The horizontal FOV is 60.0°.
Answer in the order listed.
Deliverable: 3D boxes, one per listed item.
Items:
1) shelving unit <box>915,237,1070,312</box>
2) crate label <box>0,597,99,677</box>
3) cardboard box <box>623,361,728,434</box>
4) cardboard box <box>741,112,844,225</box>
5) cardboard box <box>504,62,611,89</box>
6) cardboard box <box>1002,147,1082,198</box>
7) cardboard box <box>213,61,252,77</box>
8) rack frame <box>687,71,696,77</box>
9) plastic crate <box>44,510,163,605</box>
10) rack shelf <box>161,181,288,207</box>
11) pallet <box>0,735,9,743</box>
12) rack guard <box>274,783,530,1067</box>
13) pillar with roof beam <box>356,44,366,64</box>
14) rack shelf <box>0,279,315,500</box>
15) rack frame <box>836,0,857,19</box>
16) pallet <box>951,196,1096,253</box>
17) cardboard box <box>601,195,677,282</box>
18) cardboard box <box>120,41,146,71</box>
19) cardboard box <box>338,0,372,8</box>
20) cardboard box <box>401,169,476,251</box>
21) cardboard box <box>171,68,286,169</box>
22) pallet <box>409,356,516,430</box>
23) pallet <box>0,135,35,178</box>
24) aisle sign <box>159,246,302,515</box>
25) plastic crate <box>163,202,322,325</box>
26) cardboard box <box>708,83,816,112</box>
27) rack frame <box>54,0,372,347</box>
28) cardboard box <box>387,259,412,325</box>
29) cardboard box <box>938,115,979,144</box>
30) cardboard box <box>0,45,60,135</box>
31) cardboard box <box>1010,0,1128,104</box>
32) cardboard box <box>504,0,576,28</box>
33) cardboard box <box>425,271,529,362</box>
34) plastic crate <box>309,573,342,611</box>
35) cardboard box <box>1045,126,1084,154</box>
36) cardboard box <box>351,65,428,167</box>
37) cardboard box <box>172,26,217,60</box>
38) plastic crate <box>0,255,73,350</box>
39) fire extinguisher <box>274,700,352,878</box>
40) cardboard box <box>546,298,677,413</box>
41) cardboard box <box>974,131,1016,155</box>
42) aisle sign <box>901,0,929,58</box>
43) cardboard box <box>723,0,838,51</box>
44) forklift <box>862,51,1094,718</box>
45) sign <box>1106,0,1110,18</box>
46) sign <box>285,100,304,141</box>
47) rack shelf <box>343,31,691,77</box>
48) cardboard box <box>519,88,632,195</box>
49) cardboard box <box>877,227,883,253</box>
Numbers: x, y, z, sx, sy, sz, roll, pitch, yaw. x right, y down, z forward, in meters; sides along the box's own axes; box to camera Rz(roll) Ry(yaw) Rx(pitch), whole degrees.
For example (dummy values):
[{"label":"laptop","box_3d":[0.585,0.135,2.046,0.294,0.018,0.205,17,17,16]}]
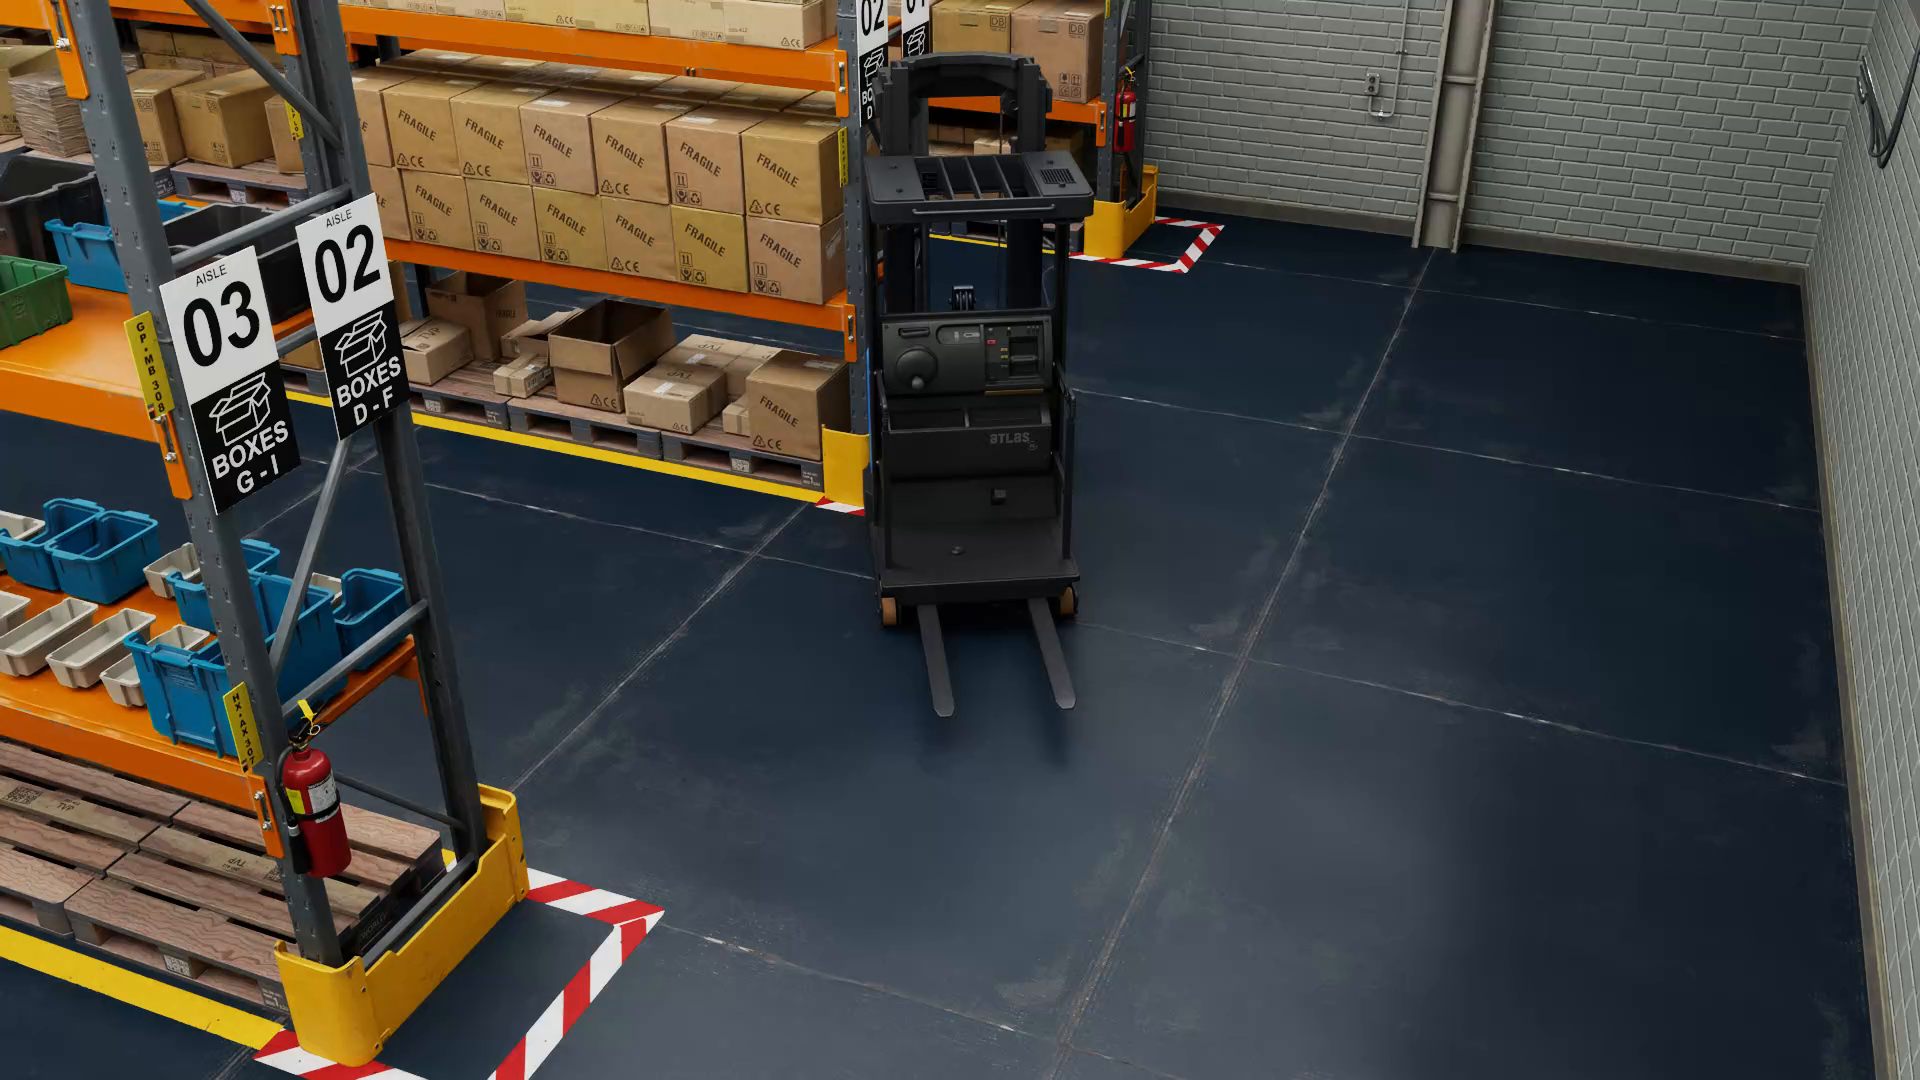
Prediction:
[{"label":"shelving unit","box_3d":[0.082,-1.263,10.829,1.048,1.500,0.538,-13,37,-22]},{"label":"crate label","box_3d":[-3.656,0.391,6.628,0.243,0.136,0.396,11,31,19]},{"label":"cardboard box","box_3d":[-1.902,-0.959,11.157,0.500,0.250,0.500,11,31,19]},{"label":"cardboard box","box_3d":[-0.952,-2.222,9.927,0.500,0.500,0.500,11,31,19]},{"label":"cardboard box","box_3d":[-2.634,-2.843,11.025,0.500,0.500,0.500,12,31,20]},{"label":"cardboard box","box_3d":[0.737,-3.225,14.931,0.500,0.500,0.700,11,31,19]},{"label":"cardboard box","box_3d":[-7.582,-4.966,17.992,0.500,0.500,0.700,11,31,19]},{"label":"rack frame","box_3d":[-2.284,-4.786,15.581,0.127,3.000,1.000,11,31,19]},{"label":"plastic crate","box_3d":[-3.627,0.078,7.083,0.300,0.233,0.416,11,31,19]},{"label":"rack shelf","box_3d":[-5.996,-2.584,12.415,4.000,0.370,1.077,11,31,19]},{"label":"pallet","box_3d":[-5.313,1.063,8.065,1.213,0.211,1.003,11,31,19]},{"label":"rack guard","box_3d":[-2.275,1.558,6.897,0.348,0.500,1.175,11,31,19]},{"label":"pillar with roof beam","box_3d":[-8.488,-6.810,13.064,0.400,9.000,9.100,11,31,19]},{"label":"rack shelf","box_3d":[-4.155,-0.892,6.373,4.000,0.370,1.077,11,31,19]},{"label":"rack frame","box_3d":[-0.436,-4.398,8.798,0.127,3.000,1.000,11,31,19]},{"label":"pallet","box_3d":[0.652,-2.944,15.156,1.213,0.211,1.003,11,31,19]},{"label":"cardboard box","box_3d":[-1.896,-1.978,10.511,0.500,0.500,0.500,12,31,20]},{"label":"cardboard box","box_3d":[-9.008,-5.241,18.478,0.500,0.500,0.700,12,32,21]},{"label":"cardboard box","box_3d":[-3.785,-3.564,10.523,0.500,0.250,0.500,11,31,19]},{"label":"cardboard box","box_3d":[-3.297,-2.258,11.007,0.500,0.500,0.500,12,32,20]},{"label":"cardboard box","box_3d":[-5.159,-3.041,11.965,0.500,0.500,0.700,17,33,27]},{"label":"pallet","box_3d":[-3.507,-1.185,12.044,1.213,0.211,1.003,11,31,19]},{"label":"pallet","box_3d":[-7.195,-3.090,12.774,1.003,0.211,1.213,11,31,19]},{"label":"aisle sign","box_3d":[-2.345,-0.514,5.380,0.004,0.787,0.394,11,31,19]},{"label":"plastic crate","box_3d":[-2.554,-0.976,5.924,0.590,0.269,0.497,11,31,19]},{"label":"cardboard box","box_3d":[-1.236,-2.561,10.526,0.500,0.500,0.500,12,31,20]},{"label":"rack frame","box_3d":[-2.302,-2.141,4.803,0.127,3.000,1.000,11,31,19]},{"label":"cardboard box","box_3d":[-4.499,-1.831,12.445,0.500,0.500,0.500,10,31,17]},{"label":"cardboard box","box_3d":[-0.010,-3.762,15.222,0.250,0.149,0.380,12,32,20]},{"label":"cardboard box","box_3d":[-7.223,-3.428,12.649,0.500,0.500,0.700,1,30,2]},{"label":"cardboard box","box_3d":[0.946,-4.266,14.356,0.700,0.700,0.980,13,32,21]},{"label":"cardboard box","box_3d":[-2.396,-3.286,10.031,0.500,0.250,0.500,11,31,19]},{"label":"cardboard box","box_3d":[-3.508,-1.654,12.132,0.500,0.500,0.500,11,31,19]},{"label":"plastic crate","box_3d":[-2.673,0.267,6.848,0.298,0.136,0.250,11,31,19]},{"label":"cardboard box","box_3d":[0.928,-3.575,14.892,0.250,0.149,0.380,12,31,19]},{"label":"cardboard box","box_3d":[-3.812,-2.790,10.931,0.500,0.500,0.500,12,32,20]},{"label":"cardboard box","box_3d":[-8.116,-5.393,17.985,0.500,0.250,0.500,10,31,18]},{"label":"plastic crate","box_3d":[-3.323,-0.795,5.686,0.336,0.188,0.450,11,31,19]},{"label":"fire extinguisher","box_3d":[-2.333,0.902,5.974,0.183,0.674,0.296,11,31,19]},{"label":"cardboard box","box_3d":[-2.400,-1.286,11.478,0.637,0.503,0.797,11,31,19]},{"label":"cardboard box","box_3d":[0.312,-3.495,14.750,0.250,0.149,0.380,12,32,20]},{"label":"aisle sign","box_3d":[-0.263,-3.040,9.849,0.004,0.787,0.394,11,31,19]},{"label":"cardboard box","box_3d":[-1.011,-3.002,9.528,0.500,0.250,0.500,11,31,19]},{"label":"forklift","box_3d":[0.068,-0.971,8.901,1.130,2.935,3.031,-3,30,-5]},{"label":"sign","box_3d":[1.206,-4.408,13.495,0.005,0.325,0.100,11,31,19]},{"label":"sign","box_3d":[-4.348,-2.777,10.849,0.005,0.325,0.100,11,31,19]},{"label":"rack shelf","box_3d":[-4.137,-4.843,16.412,4.000,0.370,1.077,11,31,19]},{"label":"cardboard box","box_3d":[-2.379,-2.504,10.426,0.500,0.500,0.500,12,32,21]},{"label":"cardboard box","box_3d":[-0.748,-2.033,10.607,0.500,0.500,0.500,12,32,20]}]
